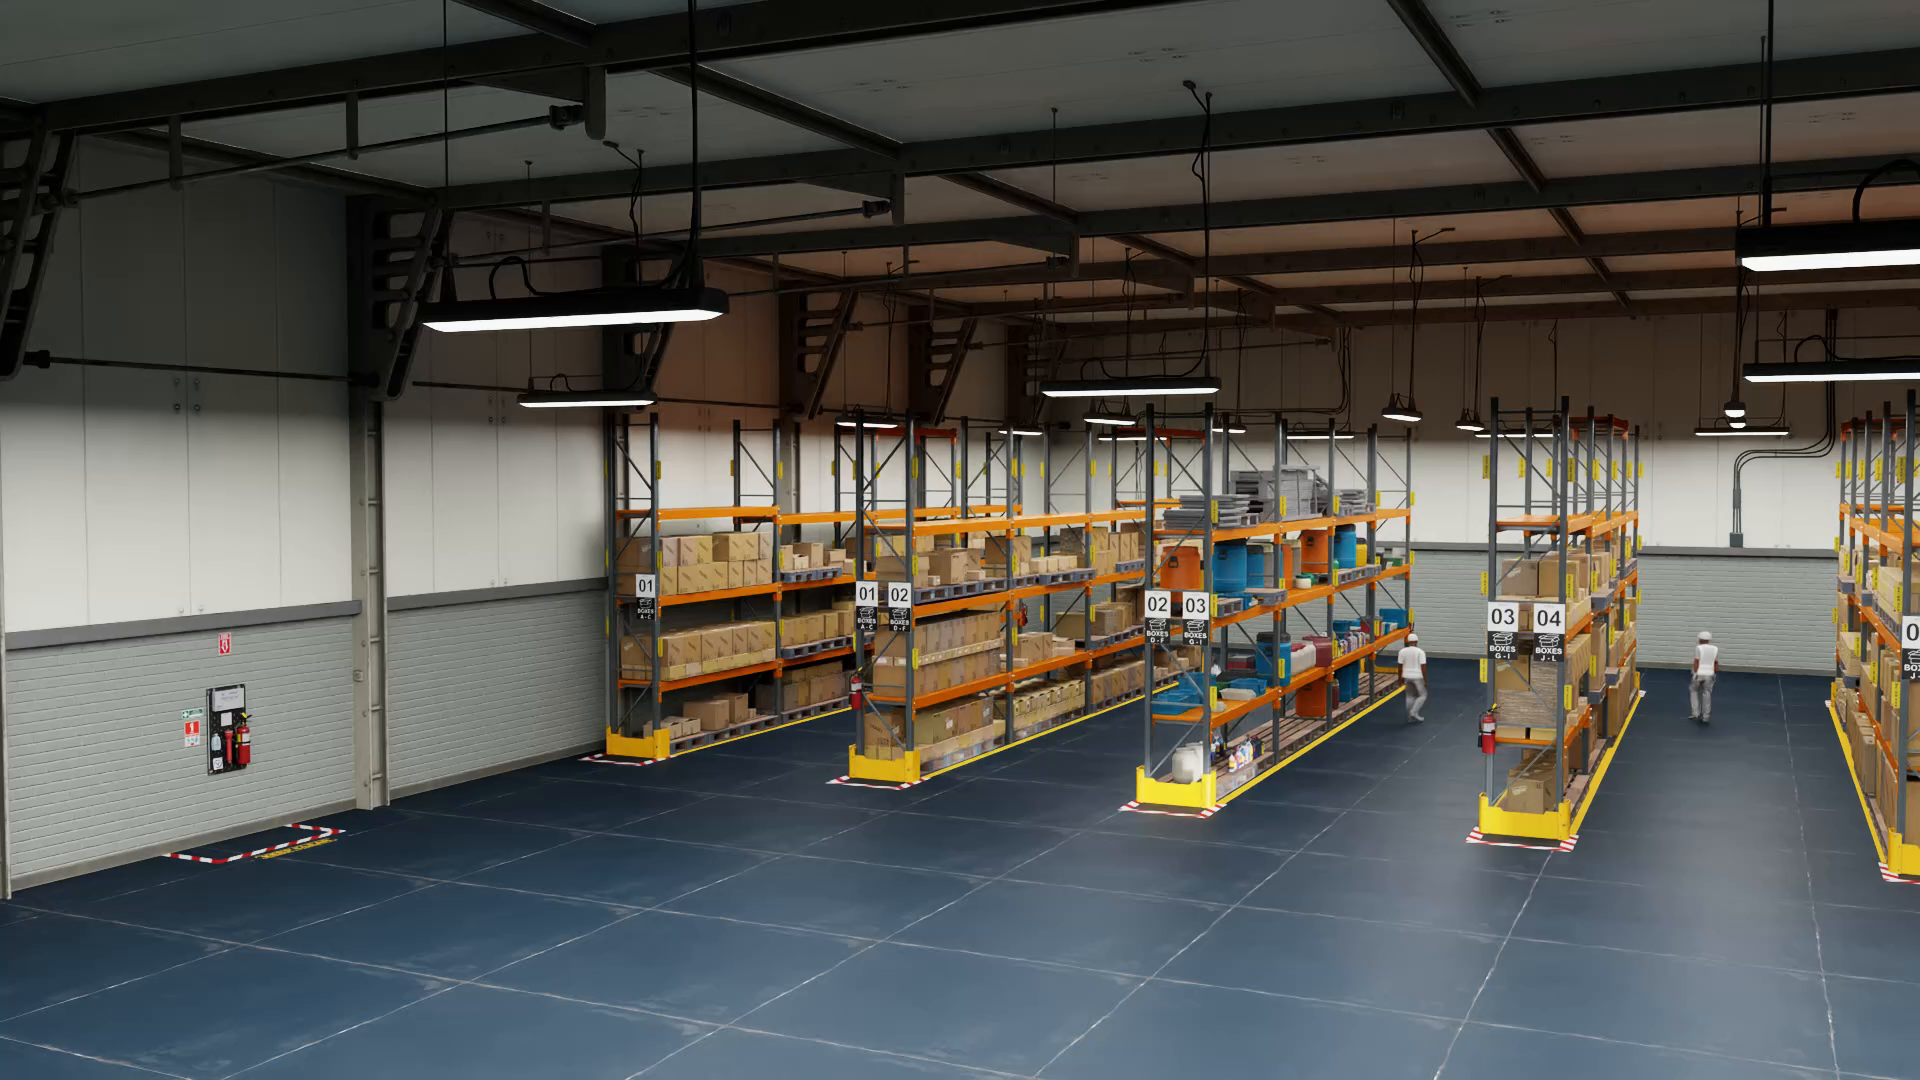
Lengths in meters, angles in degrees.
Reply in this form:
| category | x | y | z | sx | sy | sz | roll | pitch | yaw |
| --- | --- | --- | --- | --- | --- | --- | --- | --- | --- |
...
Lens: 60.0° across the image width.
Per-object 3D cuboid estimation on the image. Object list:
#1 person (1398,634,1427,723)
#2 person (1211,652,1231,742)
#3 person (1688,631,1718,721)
| category | x | y | z | sx | sy | sz | roll | pitch | yaw |
| --- | --- | --- | --- | --- | --- | --- | --- | --- | --- |
| person | 8.959 | 2.740 | 32.944 | 0.594 | 1.768 | 0.534 | 2 | 3 | 35 |
| person | 4.729 | 2.887 | 30.683 | 0.447 | 1.666 | 0.566 | -2 | 3 | -37 |
| person | 14.877 | 2.736 | 33.225 | 0.515 | 1.817 | 0.644 | 1 | 2 | 15 |
